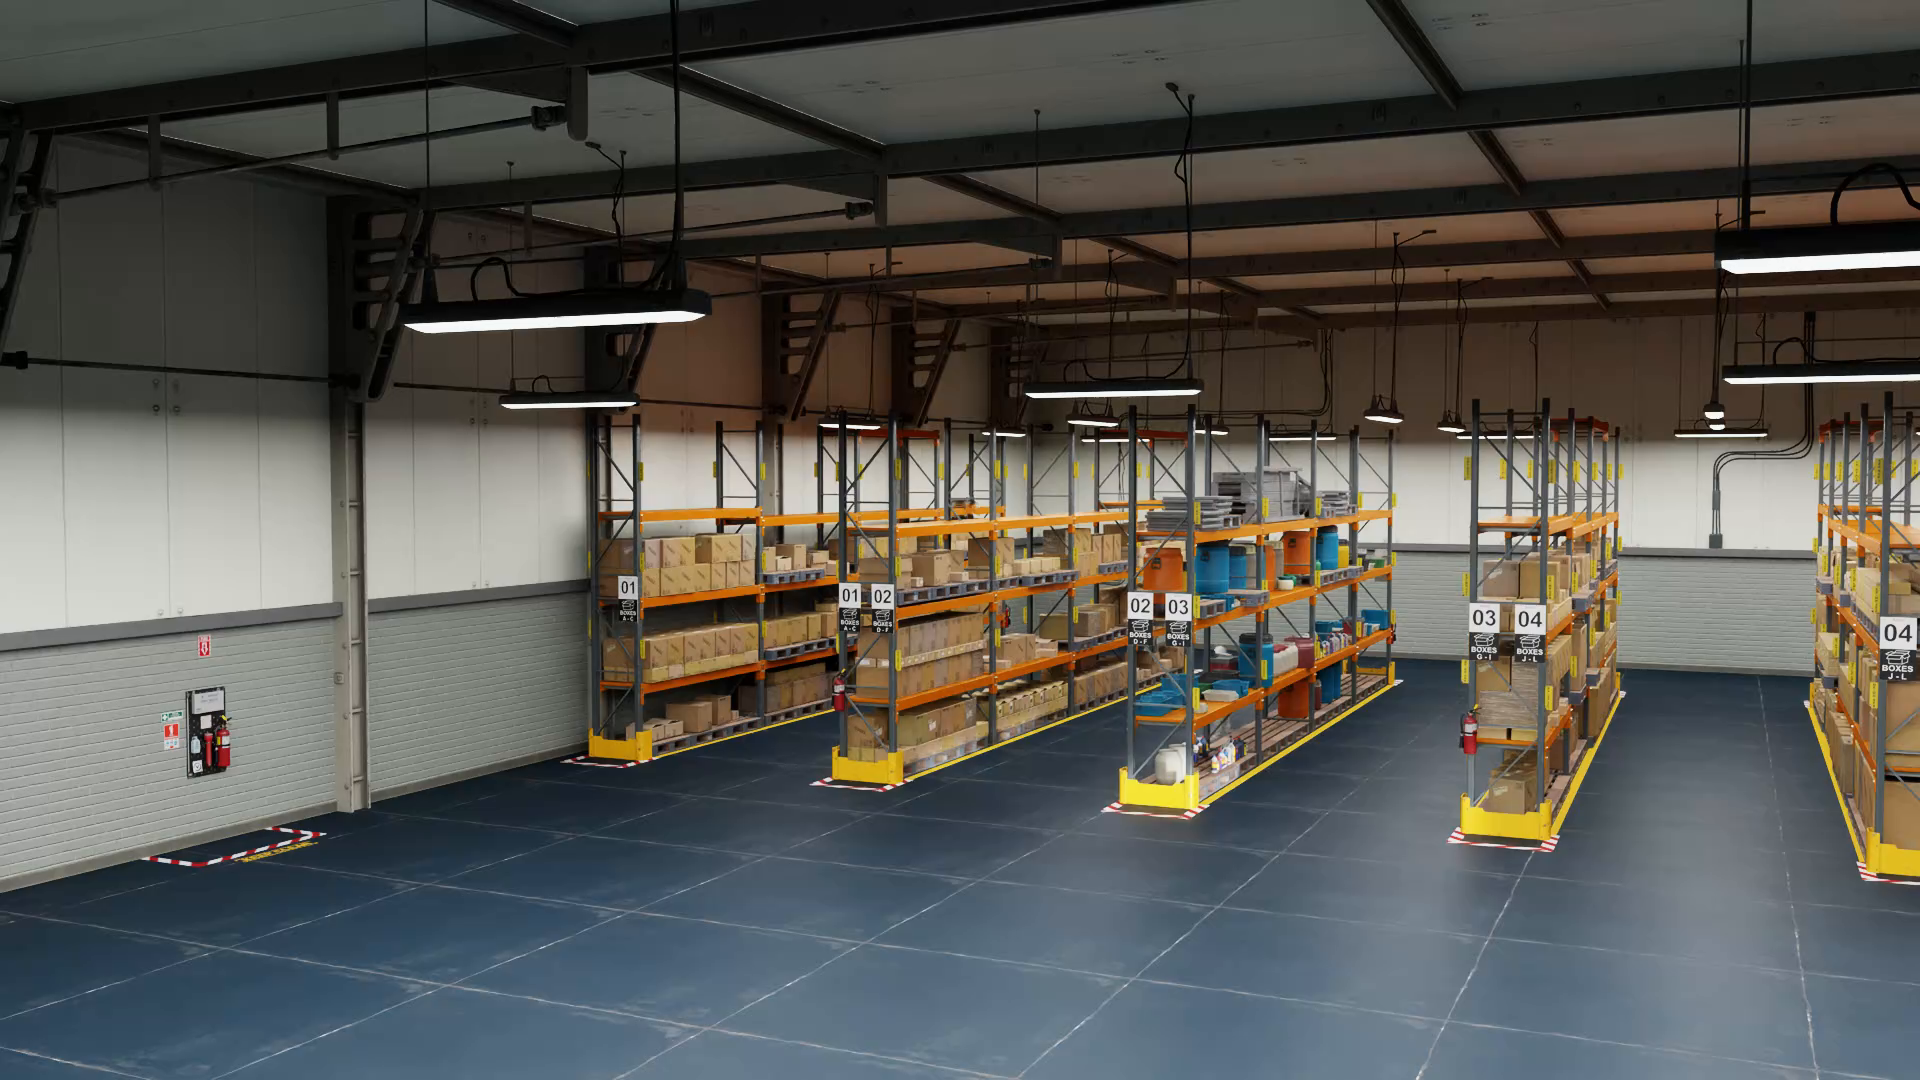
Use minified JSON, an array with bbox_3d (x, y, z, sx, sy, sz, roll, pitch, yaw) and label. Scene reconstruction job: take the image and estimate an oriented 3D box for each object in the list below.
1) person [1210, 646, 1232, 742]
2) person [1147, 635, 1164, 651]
[{"bbox_3d":[4.805,2.848,30.794,0.456,1.794,0.664,1,3,28],"label":"person"},{"bbox_3d":[4.970,2.415,42.747,0.515,1.688,0.368,0,2,-11],"label":"person"}]
